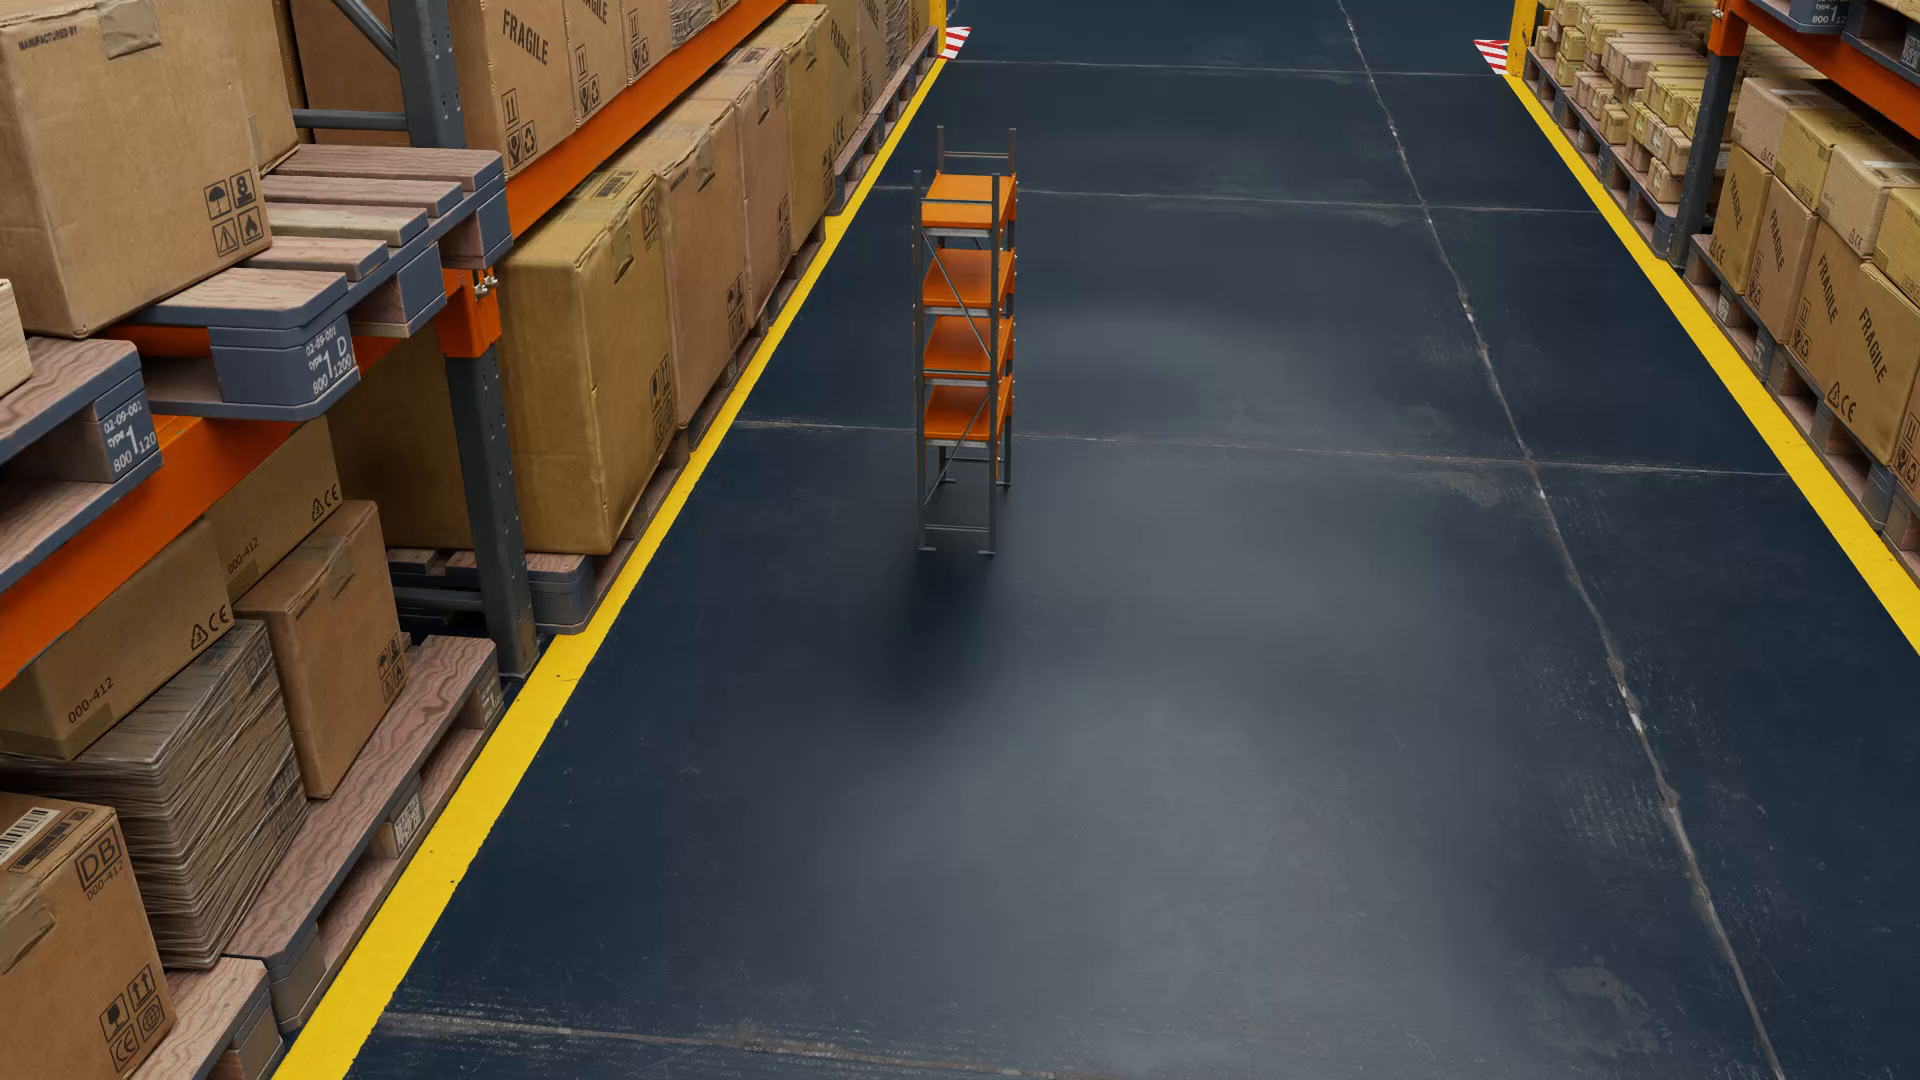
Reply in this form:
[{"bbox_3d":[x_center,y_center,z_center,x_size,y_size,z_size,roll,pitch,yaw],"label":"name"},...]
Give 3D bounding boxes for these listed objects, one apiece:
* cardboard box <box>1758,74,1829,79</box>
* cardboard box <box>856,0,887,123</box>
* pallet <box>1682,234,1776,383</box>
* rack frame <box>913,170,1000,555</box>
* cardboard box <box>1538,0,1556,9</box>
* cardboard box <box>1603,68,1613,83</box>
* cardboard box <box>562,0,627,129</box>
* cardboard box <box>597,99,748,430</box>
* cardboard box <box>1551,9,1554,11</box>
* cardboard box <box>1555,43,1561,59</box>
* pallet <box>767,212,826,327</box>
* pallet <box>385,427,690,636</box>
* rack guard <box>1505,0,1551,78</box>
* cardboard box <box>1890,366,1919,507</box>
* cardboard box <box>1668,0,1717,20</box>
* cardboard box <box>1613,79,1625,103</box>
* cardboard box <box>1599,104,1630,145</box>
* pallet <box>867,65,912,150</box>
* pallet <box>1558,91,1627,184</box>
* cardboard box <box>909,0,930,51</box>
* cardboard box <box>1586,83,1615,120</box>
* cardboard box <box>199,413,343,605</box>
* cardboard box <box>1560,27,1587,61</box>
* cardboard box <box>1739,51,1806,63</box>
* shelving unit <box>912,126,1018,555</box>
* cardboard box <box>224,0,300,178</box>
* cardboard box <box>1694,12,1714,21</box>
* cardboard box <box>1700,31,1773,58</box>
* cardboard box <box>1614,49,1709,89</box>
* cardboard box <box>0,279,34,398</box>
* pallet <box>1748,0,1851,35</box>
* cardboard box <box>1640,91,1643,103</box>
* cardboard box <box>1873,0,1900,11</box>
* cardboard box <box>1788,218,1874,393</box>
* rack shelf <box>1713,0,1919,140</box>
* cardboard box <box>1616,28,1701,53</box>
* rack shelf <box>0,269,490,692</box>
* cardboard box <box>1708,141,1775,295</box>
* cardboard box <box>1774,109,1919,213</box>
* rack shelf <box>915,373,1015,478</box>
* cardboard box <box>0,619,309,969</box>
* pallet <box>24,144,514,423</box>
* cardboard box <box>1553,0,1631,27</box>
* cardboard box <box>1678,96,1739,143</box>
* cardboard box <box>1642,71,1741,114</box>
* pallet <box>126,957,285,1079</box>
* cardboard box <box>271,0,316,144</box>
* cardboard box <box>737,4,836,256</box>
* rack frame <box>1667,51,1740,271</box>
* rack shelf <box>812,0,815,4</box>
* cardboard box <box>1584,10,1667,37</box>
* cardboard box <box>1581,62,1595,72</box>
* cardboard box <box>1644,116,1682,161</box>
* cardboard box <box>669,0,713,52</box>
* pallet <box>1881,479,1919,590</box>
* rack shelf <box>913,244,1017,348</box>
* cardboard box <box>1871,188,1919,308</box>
[{"bbox_3d":[4.048,-2.129,7.975,0.380,0.149,0.250,3,28,5],"label":"cardboard box"},{"bbox_3d":[-0.914,-2.854,9.182,0.875,0.875,0.875,3,28,6],"label":"cardboard box"},{"bbox_3d":[3.632,-0.945,6.781,1.003,0.211,1.213,3,28,6],"label":"pallet"},{"bbox_3d":[-0.010,-0.491,4.897,0.240,1.200,0.015,3,28,6],"label":"rack frame"},{"bbox_3d":[3.815,-3.386,10.309,0.380,0.149,0.250,2,28,4],"label":"cardboard box"},{"bbox_3d":[3.796,-2.630,9.218,0.380,0.149,0.250,5,29,9],"label":"cardboard box"},{"bbox_3d":[-1.284,-1.492,4.751,0.500,0.500,0.500,3,28,5],"label":"cardboard box"},{"bbox_3d":[-1.452,-0.984,5.711,1.225,0.875,0.875,3,29,6],"label":"cardboard box"},{"bbox_3d":[3.897,-3.251,10.371,0.380,0.149,0.250,5,29,8],"label":"cardboard box"},{"bbox_3d":[3.883,-2.995,10.211,0.380,0.149,0.250,3,28,6],"label":"cardboard box"},{"bbox_3d":[-1.204,-1.279,7.402,1.003,0.211,1.213,3,28,6],"label":"pallet"},{"bbox_3d":[-1.503,-0.131,5.270,1.003,0.211,1.213,3,28,6],"label":"pallet"},{"bbox_3d":[4.207,-3.285,10.821,1.175,0.500,0.348,3,28,6],"label":"rack guard"},{"bbox_3d":[3.124,-0.310,4.855,0.500,0.500,0.500,4,29,8],"label":"cardboard box"},{"bbox_3d":[4.409,-3.105,9.787,0.380,0.149,0.250,3,28,5],"label":"cardboard box"},{"bbox_3d":[3.678,-2.380,8.754,0.380,0.149,0.250,2,28,4],"label":"cardboard box"},{"bbox_3d":[3.563,-2.160,8.660,0.380,0.149,0.250,3,28,6],"label":"cardboard box"},{"bbox_3d":[-0.866,-2.576,9.810,1.003,0.211,1.213,3,28,6],"label":"pallet"},{"bbox_3d":[3.920,-2.205,9.121,1.003,0.211,1.213,3,28,6],"label":"pallet"},{"bbox_3d":[-0.693,-3.701,10.755,0.875,0.875,0.875,3,28,6],"label":"cardboard box"},{"bbox_3d":[3.658,-2.395,9.095,0.380,0.149,0.250,3,28,6],"label":"cardboard box"},{"bbox_3d":[-1.727,-0.098,3.650,0.500,0.250,0.500,4,29,8],"label":"cardboard box"},{"bbox_3d":[3.726,-2.890,9.702,0.380,0.149,0.250,4,29,8],"label":"cardboard box"},{"bbox_3d":[4.170,-2.368,8.418,0.380,0.149,0.250,4,29,7],"label":"cardboard box"},{"bbox_3d":[0.020,-0.606,5.110,0.258,1.200,0.503,3,28,6],"label":"shelving unit"},{"bbox_3d":[-1.701,-0.964,3.329,0.500,0.500,0.500,0,28,0],"label":"cardboard box"},{"bbox_3d":[4.337,-2.857,9.327,0.380,0.149,0.250,4,29,8],"label":"cardboard box"},{"bbox_3d":[4.191,-2.615,8.877,0.380,0.149,0.250,3,29,6],"label":"cardboard box"},{"bbox_3d":[3.577,-2.404,8.485,0.380,0.149,0.250,2,28,4],"label":"cardboard box"},{"bbox_3d":[-1.611,-0.317,2.374,0.396,0.266,0.258,3,28,5],"label":"cardboard box"},{"bbox_3d":[3.488,-2.103,6.193,1.003,0.211,1.213,3,28,6],"label":"pallet"},{"bbox_3d":[3.613,-2.134,8.298,0.380,0.149,0.250,4,29,7],"label":"cardboard box"},{"bbox_3d":[3.033,-1.721,5.104,0.380,0.149,0.250,2,28,4],"label":"cardboard box"},{"bbox_3d":[3.258,-0.794,5.754,0.500,0.500,0.500,4,29,7],"label":"cardboard box"},{"bbox_3d":[3.481,-1.281,5.223,1.077,0.370,4.000,3,28,6],"label":"rack shelf"},{"bbox_3d":[3.737,-2.642,8.927,0.380,0.149,0.250,3,29,6],"label":"cardboard box"},{"bbox_3d":[-1.919,0.266,2.351,1.077,0.370,4.000,3,28,6],"label":"rack shelf"},{"bbox_3d":[3.372,-1.291,6.676,0.500,0.500,0.500,4,29,8],"label":"cardboard box"},{"bbox_3d":[3.310,-1.370,6.033,0.500,0.250,0.500,4,29,8],"label":"cardboard box"},{"bbox_3d":[0.020,-0.372,5.236,0.258,0.148,0.480,3,28,6],"label":"rack shelf"},{"bbox_3d":[-1.792,0.493,3.343,0.700,0.500,0.500,1,28,2],"label":"cardboard box"},{"bbox_3d":[-1.656,-0.566,3.340,1.213,0.211,1.003,3,28,6],"label":"pallet"},{"bbox_3d":[3.742,-3.139,9.849,0.380,0.149,0.250,3,28,6],"label":"cardboard box"},{"bbox_3d":[3.511,-1.913,7.574,0.380,0.149,0.250,4,29,8],"label":"cardboard box"},{"bbox_3d":[3.527,-2.153,8.020,0.380,0.149,0.250,3,28,6],"label":"cardboard box"},{"bbox_3d":[-1.924,1.176,2.844,1.003,0.211,1.213,3,28,6],"label":"pallet"},{"bbox_3d":[-1.860,-1.282,4.362,0.500,0.500,0.500,4,29,8],"label":"cardboard box"},{"bbox_3d":[-1.243,-1.822,7.266,1.225,0.875,0.875,3,29,6],"label":"cardboard box"},{"bbox_3d":[3.726,-2.539,6.800,1.000,3.000,0.127,3,28,6],"label":"rack frame"},{"bbox_3d":[-0.939,-3.499,9.341,1.077,0.370,4.000,3,28,6],"label":"rack shelf"},{"bbox_3d":[3.751,-2.887,9.382,0.380,0.149,0.250,4,29,8],"label":"cardboard box"},{"bbox_3d":[3.783,-2.639,9.548,0.380,0.149,0.250,3,29,6],"label":"cardboard box"},{"bbox_3d":[3.470,-1.894,7.853,0.380,0.149,0.250,2,28,4],"label":"cardboard box"},{"bbox_3d":[-1.161,-1.968,5.635,0.500,0.500,0.500,3,29,6],"label":"cardboard box"},{"bbox_3d":[3.333,0.204,4.649,1.003,0.211,1.213,3,28,6],"label":"pallet"},{"bbox_3d":[0.020,-0.744,5.036,0.258,0.148,0.480,3,28,6],"label":"rack shelf"},{"bbox_3d":[3.188,-0.884,5.131,0.500,0.250,0.500,4,29,7],"label":"cardboard box"}]
